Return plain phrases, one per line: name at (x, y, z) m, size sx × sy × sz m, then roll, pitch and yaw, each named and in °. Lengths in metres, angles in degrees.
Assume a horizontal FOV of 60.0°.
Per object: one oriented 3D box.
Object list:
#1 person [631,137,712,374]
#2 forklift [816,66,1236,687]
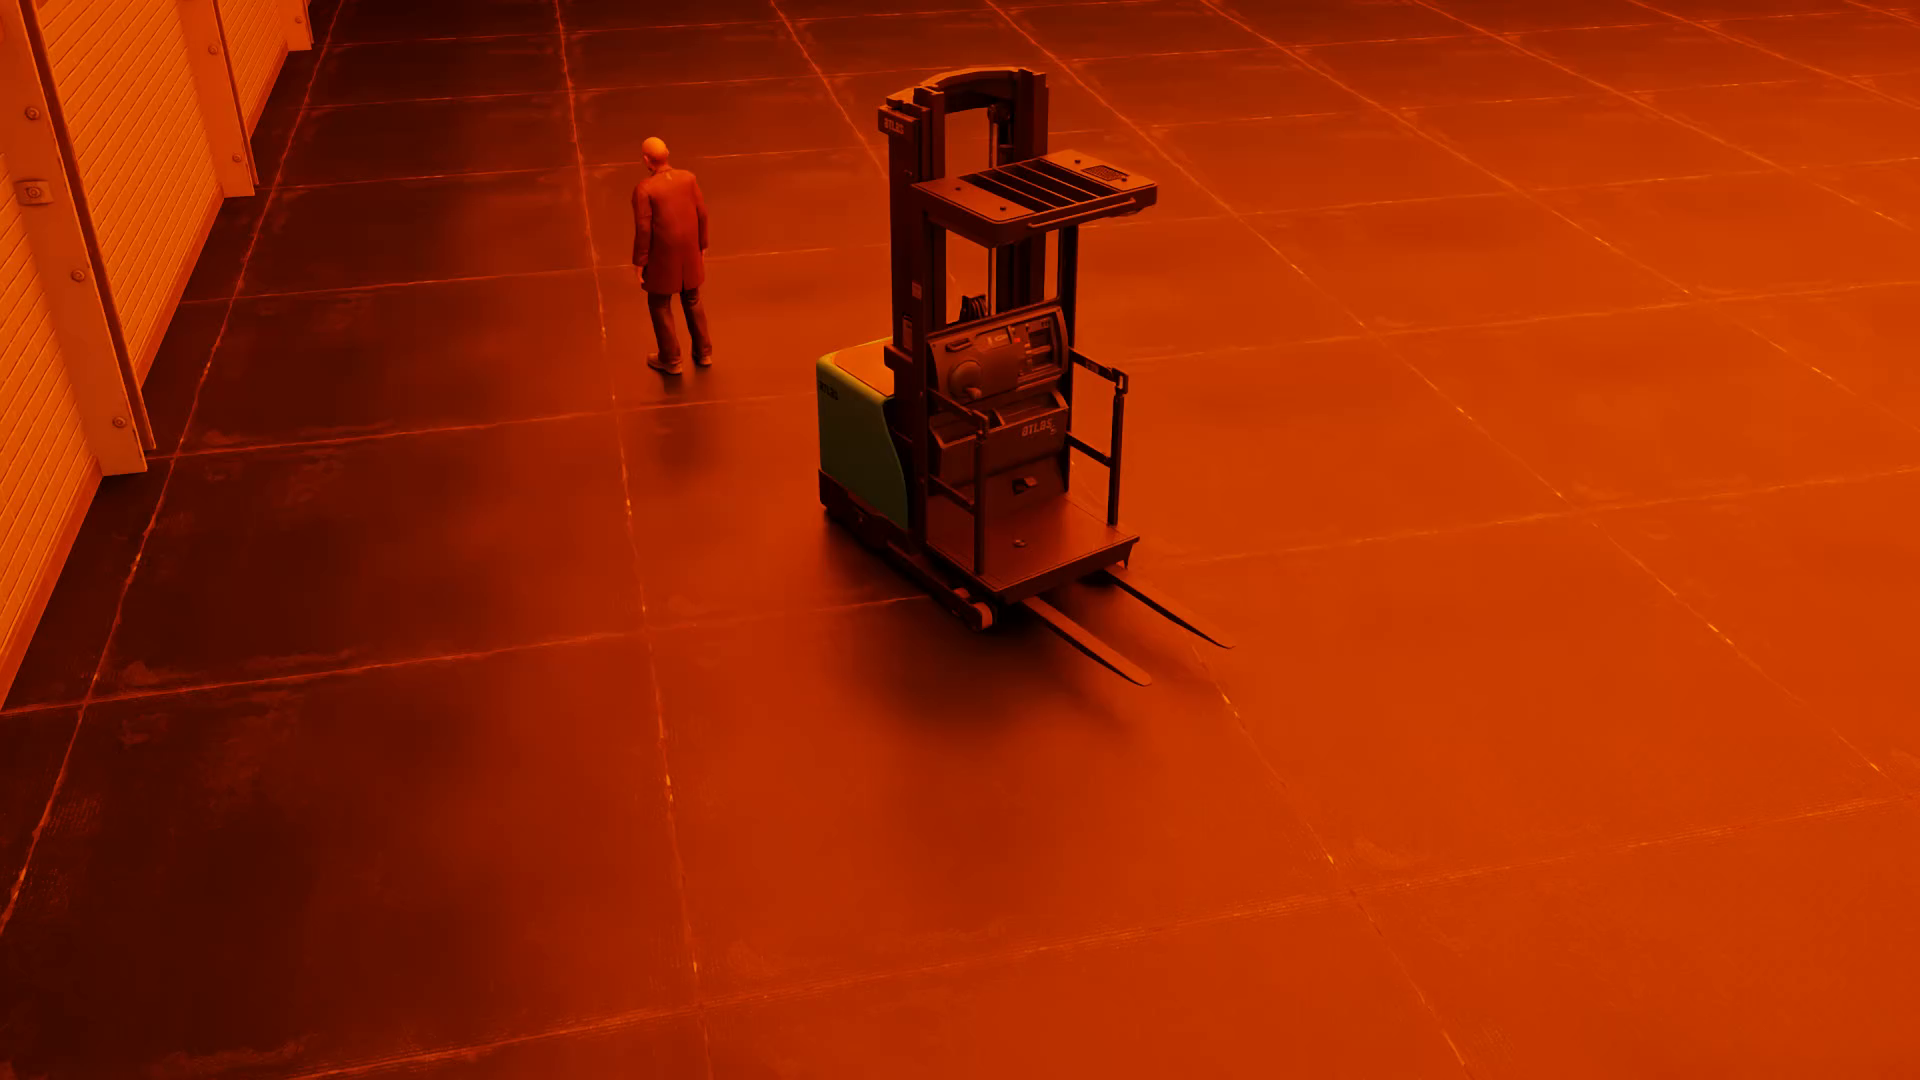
person at (-2.160, -2.117, 12.388) m, size 0.644 × 1.772 × 0.436 m, roll -23°, pitch 37°, yaw -34°
forklift at (0.355, -1.021, 9.338) m, size 1.130 × 2.935 × 3.031 m, roll -20°, pitch 35°, yaw -30°
